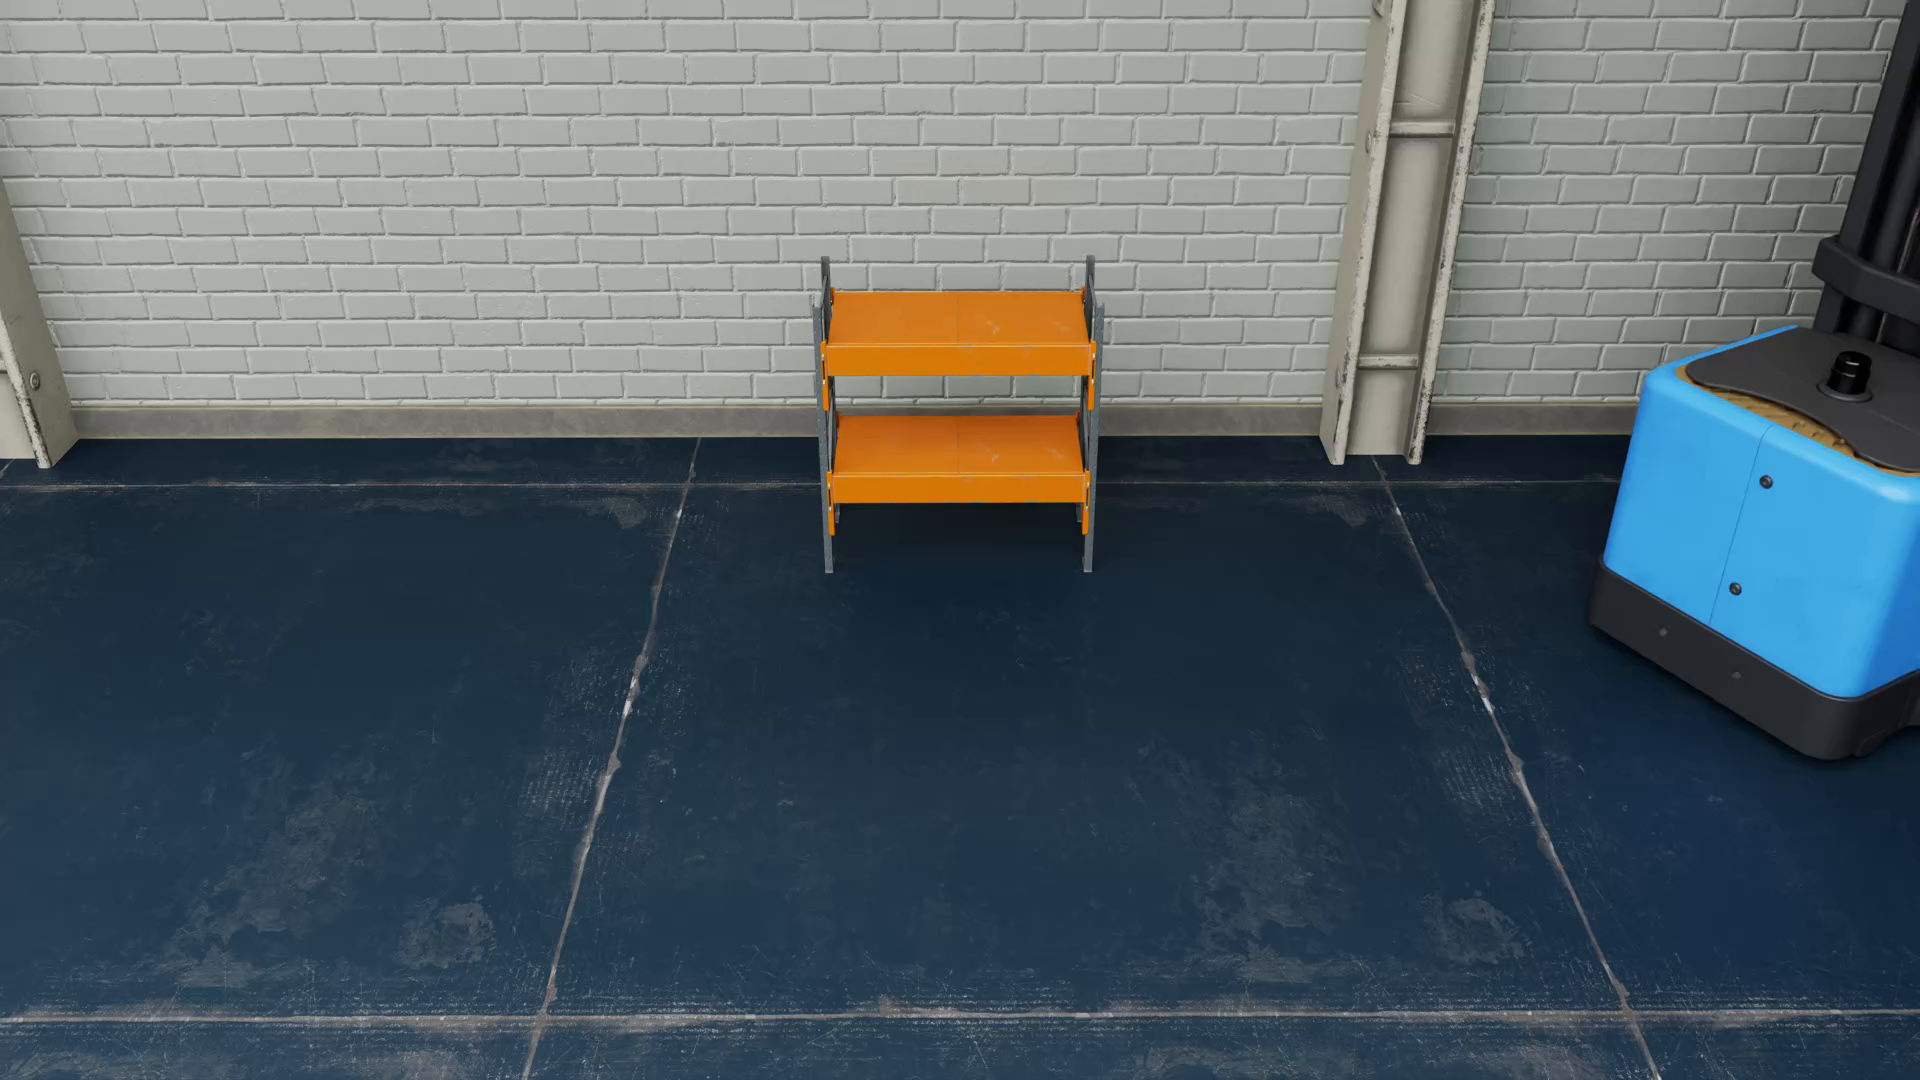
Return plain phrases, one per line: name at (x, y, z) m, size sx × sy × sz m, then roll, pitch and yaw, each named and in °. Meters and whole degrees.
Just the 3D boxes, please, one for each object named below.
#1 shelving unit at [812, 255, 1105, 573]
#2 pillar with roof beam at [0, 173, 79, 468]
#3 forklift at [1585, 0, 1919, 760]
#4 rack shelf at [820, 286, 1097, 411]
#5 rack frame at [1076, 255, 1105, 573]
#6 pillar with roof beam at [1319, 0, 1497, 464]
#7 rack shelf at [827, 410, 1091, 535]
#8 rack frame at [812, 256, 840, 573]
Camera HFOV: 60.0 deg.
shelving unit at (-0.007, -0.481, 6.458) m, size 1.048 × 1.125 × 0.538 m, roll 0°, pitch 31°, yaw 0°
pillar with roof beam at (-4.147, -2.008, 1.385) m, size 0.400 × 9.000 × 9.100 m, roll 0°, pitch 31°, yaw 0°
forklift at (3.846, -1.084, 5.712) m, size 3.031 × 2.935 × 1.130 m, roll -17°, pitch 35°, yaw -26°
rack shelf at (-0.007, -0.731, 6.306) m, size 1.000 × 0.278 × 0.538 m, roll 0°, pitch 31°, yaw 0°
rack frame at (0.502, -0.482, 6.461) m, size 0.032 × 1.125 × 0.500 m, roll 0°, pitch 31°, yaw 0°
pillar with roof beam at (1.853, -2.027, 1.416) m, size 0.400 × 9.000 × 9.100 m, roll 0°, pitch 31°, yaw 0°
rack shelf at (-0.007, -0.272, 6.585) m, size 1.000 × 0.278 × 0.538 m, roll 0°, pitch 31°, yaw 0°
rack frame at (-0.515, -0.479, 6.456) m, size 0.032 × 1.125 × 0.500 m, roll 0°, pitch 31°, yaw 0°
